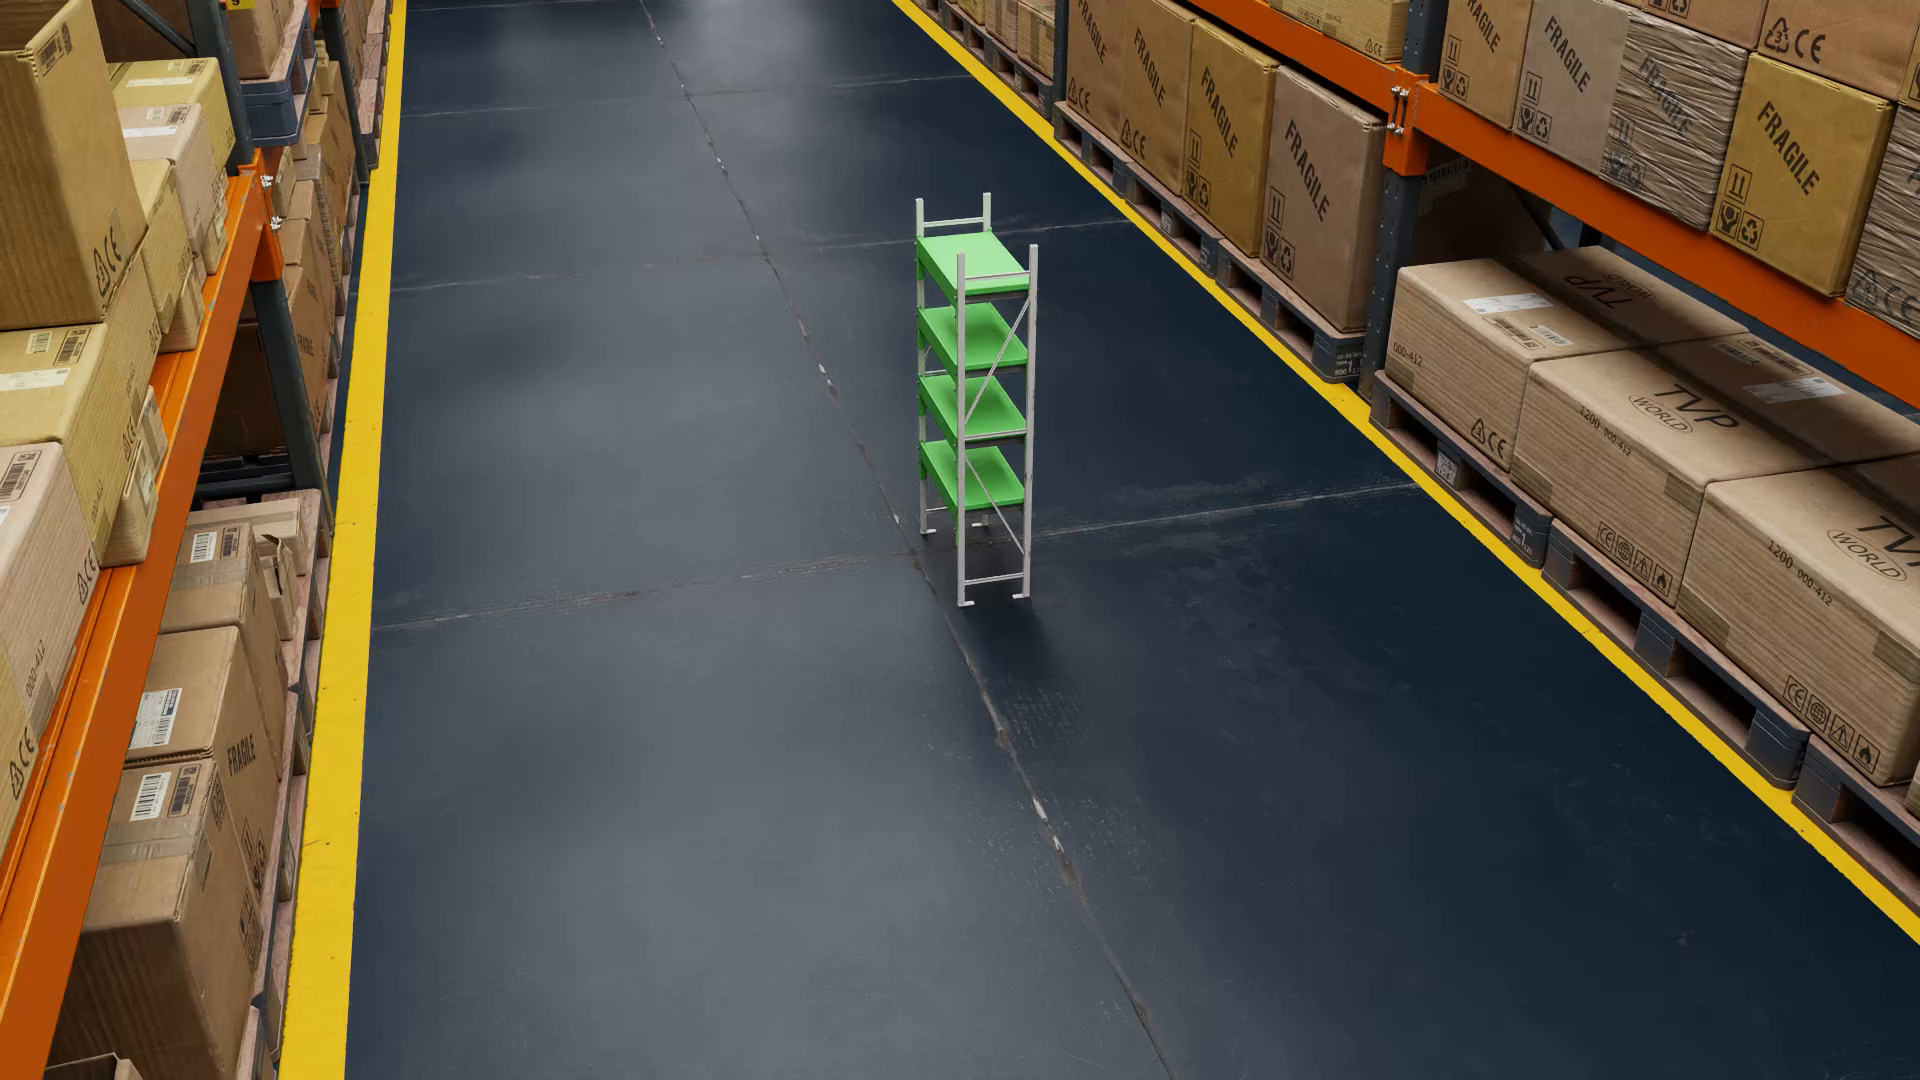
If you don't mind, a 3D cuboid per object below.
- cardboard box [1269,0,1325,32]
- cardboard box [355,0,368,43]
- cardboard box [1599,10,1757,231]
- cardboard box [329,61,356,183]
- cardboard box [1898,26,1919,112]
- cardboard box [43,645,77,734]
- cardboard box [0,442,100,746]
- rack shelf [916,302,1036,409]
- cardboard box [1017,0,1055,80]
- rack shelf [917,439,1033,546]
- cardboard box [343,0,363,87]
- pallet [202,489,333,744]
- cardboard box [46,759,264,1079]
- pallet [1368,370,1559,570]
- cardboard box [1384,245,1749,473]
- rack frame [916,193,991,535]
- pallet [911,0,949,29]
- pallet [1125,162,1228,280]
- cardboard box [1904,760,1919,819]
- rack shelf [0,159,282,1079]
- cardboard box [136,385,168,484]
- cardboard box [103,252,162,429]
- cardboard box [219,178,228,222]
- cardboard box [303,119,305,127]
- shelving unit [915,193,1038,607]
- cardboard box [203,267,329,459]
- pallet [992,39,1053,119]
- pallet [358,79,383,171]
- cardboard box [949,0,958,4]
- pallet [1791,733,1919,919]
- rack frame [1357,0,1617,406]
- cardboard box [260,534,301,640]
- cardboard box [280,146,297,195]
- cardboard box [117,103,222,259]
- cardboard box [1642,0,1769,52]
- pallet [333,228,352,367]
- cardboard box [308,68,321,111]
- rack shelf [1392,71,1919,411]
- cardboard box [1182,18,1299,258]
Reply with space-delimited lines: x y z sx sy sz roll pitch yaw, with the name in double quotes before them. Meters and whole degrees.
"cardboard box" 1.619 -2.294 6.869 0.500 0.250 0.500 -8 31 -14
"cardboard box" -4.445 -3.659 11.029 0.875 0.625 0.625 -8 31 -14
"cardboard box" 2.243 -1.227 4.775 0.500 0.500 0.500 -8 31 -13
"cardboard box" -3.411 -2.124 8.501 0.500 0.500 0.500 -7 31 -12
"cardboard box" 2.525 -1.163 3.667 0.500 0.500 0.500 -8 31 -14
"cardboard box" -1.654 0.208 2.647 0.380 0.149 0.250 -7 31 -12
"cardboard box" -1.602 0.102 2.433 0.500 0.250 0.500 -8 31 -13
"rack shelf" 0.044 -0.592 5.223 0.258 0.148 0.480 -8 31 -13
"cardboard box" 0.913 -3.180 10.454 0.950 0.372 0.625 -10 32 -17
"rack shelf" 0.044 -0.176 5.464 0.258 0.148 0.480 -8 31 -13
"cardboard box" -4.064 -2.971 9.841 0.875 0.625 0.625 -7 31 -12
"pallet" -2.488 0.271 5.072 1.003 0.211 1.213 -8 31 -13
"cardboard box" -1.868 0.838 3.384 0.700 0.500 0.500 -7 31 -11
"pallet" 2.242 -0.345 6.136 1.003 0.211 1.213 -8 31 -13
"cardboard box" 2.179 -0.685 6.078 0.875 0.438 0.875 -8 31 -14
"rack frame" -0.021 -0.557 5.515 0.240 1.200 0.015 -8 31 -13
"pallet" 0.200 -4.211 12.814 1.003 0.211 1.213 -8 31 -13
"pallet" 1.511 -1.676 8.435 1.003 0.211 1.213 -8 31 -13
"cardboard box" 2.906 0.624 3.816 0.875 0.438 0.875 -9 31 -15
"rack shelf" -2.138 0.009 3.458 1.077 0.370 4.000 -8 31 -13
"cardboard box" -1.814 -0.176 3.310 0.380 0.149 0.250 -7 31 -12
"cardboard box" -1.896 -0.387 3.277 0.500 0.250 0.500 -9 31 -15
"cardboard box" -2.251 -0.916 4.589 0.380 0.149 0.250 -7 31 -12
"cardboard box" -3.133 -1.861 7.399 0.380 0.149 0.250 -8 31 -14
"shelving unit" 0.044 -0.439 5.311 0.258 1.200 0.503 -8 31 -13
"cardboard box" -2.581 -0.631 5.923 0.500 0.500 0.500 -7 31 -11
"pallet" 0.848 -3.032 10.778 1.003 0.211 1.213 -8 31 -13
"pallet" -3.912 -2.396 9.678 1.003 0.211 1.213 -8 31 -13
"cardboard box" 0.328 -4.238 12.282 0.950 0.372 0.625 -6 31 -10
"pallet" 2.890 0.833 4.100 1.003 0.211 1.213 -8 31 -13
"rack frame" 2.116 -1.930 6.090 1.000 3.000 0.127 -8 31 -13
"cardboard box" -2.143 0.136 4.831 0.396 0.266 0.258 -7 31 -11
"cardboard box" -2.915 -1.479 6.740 0.380 0.149 0.250 -7 31 -11
"cardboard box" -2.152 -0.878 4.126 0.500 0.250 0.500 -8 31 -13
"cardboard box" 2.262 -1.650 4.508 0.500 0.500 0.500 -7 31 -12
"pallet" -3.249 -1.039 7.335 1.003 0.211 1.213 -8 31 -13
"cardboard box" -3.226 -2.115 7.838 0.380 0.149 0.250 -9 31 -15
"rack shelf" 2.646 -0.652 4.601 1.077 0.370 4.000 -8 31 -13
"cardboard box" 1.627 -1.916 7.768 0.875 0.875 0.875 -7 31 -12
